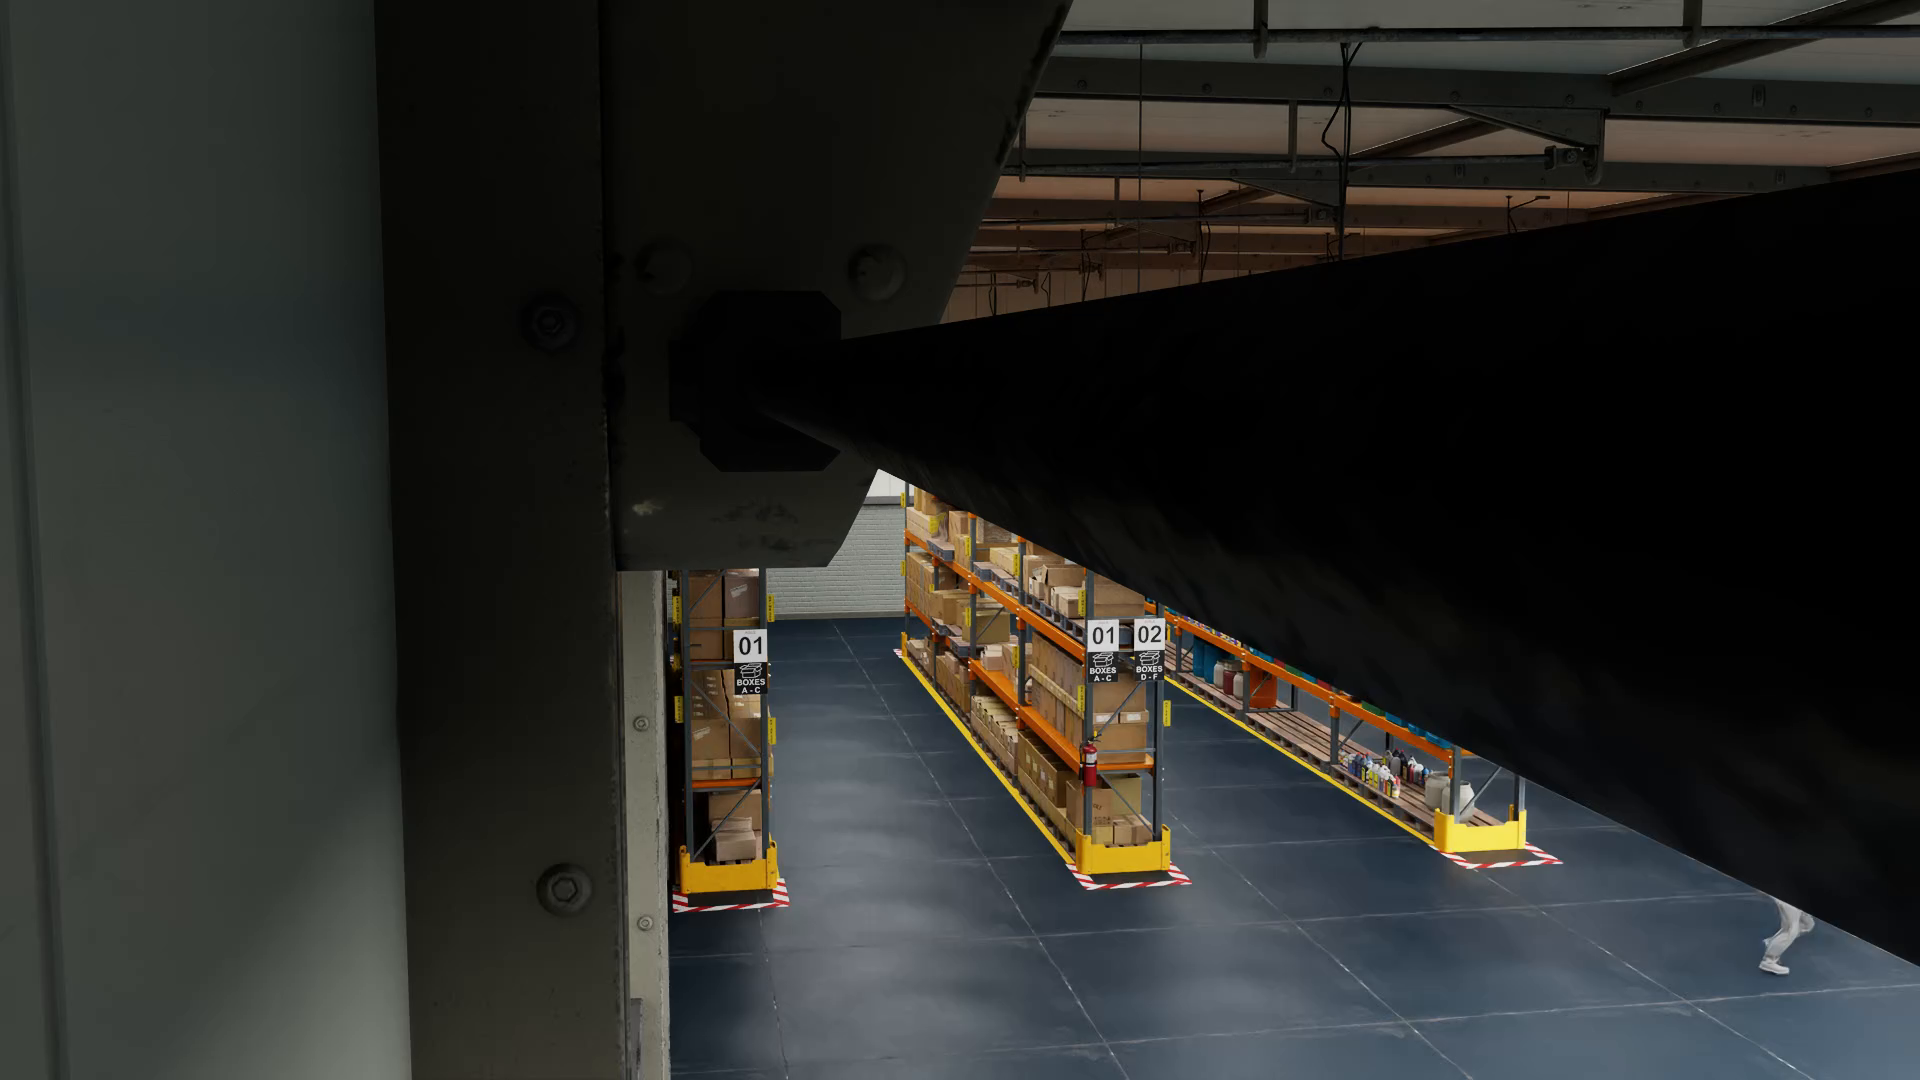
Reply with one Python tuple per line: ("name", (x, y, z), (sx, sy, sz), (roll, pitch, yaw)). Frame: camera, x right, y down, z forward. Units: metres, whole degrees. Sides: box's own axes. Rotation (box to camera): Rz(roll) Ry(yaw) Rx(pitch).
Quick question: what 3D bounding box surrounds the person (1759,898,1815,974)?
("person", (8.680, 3.708, 17.334), (0.569, 1.654, 0.597), (2, 6, 17))
